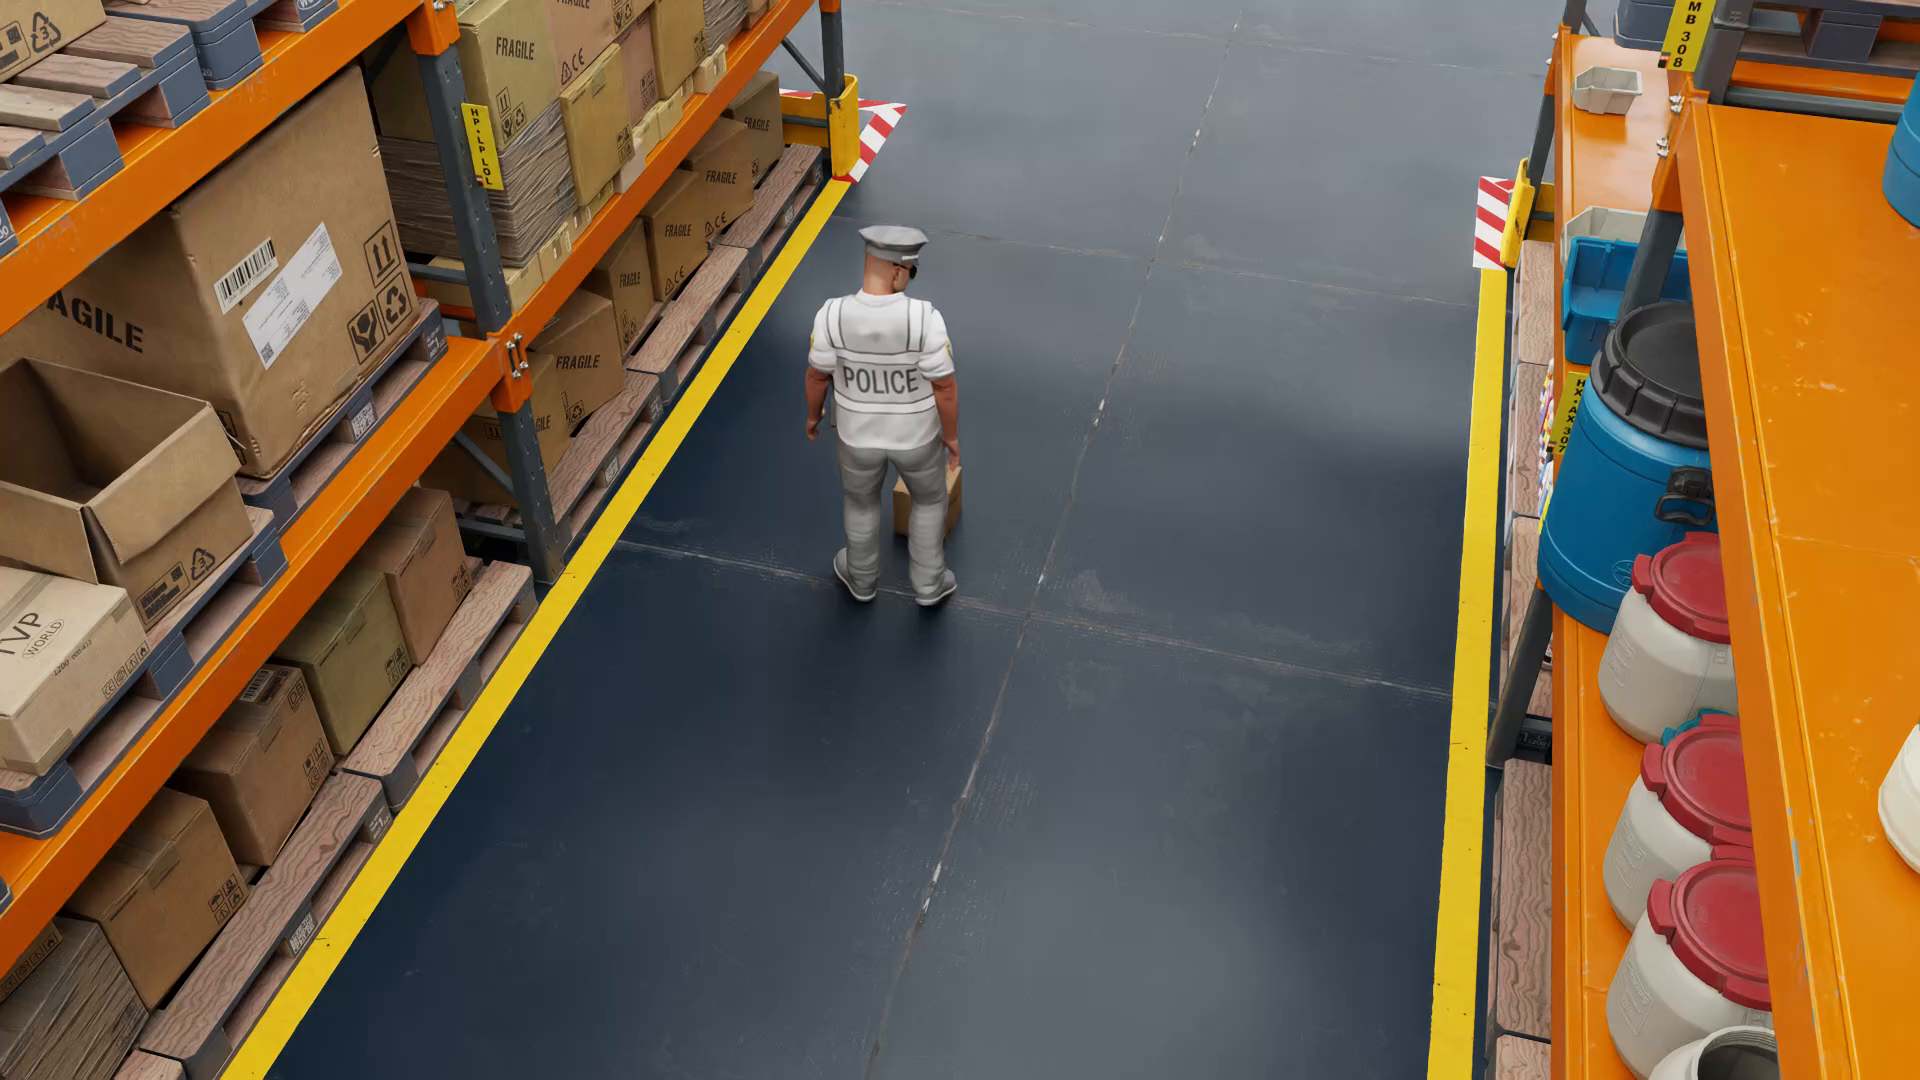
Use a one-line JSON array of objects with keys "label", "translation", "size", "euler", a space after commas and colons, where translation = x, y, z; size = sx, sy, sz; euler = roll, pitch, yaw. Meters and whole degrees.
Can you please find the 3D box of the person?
[{"label": "person", "translation": [-0.312, -0.435, 6.673], "size": [0.635, 1.787, 0.417], "euler": [1, 41, 2]}]
